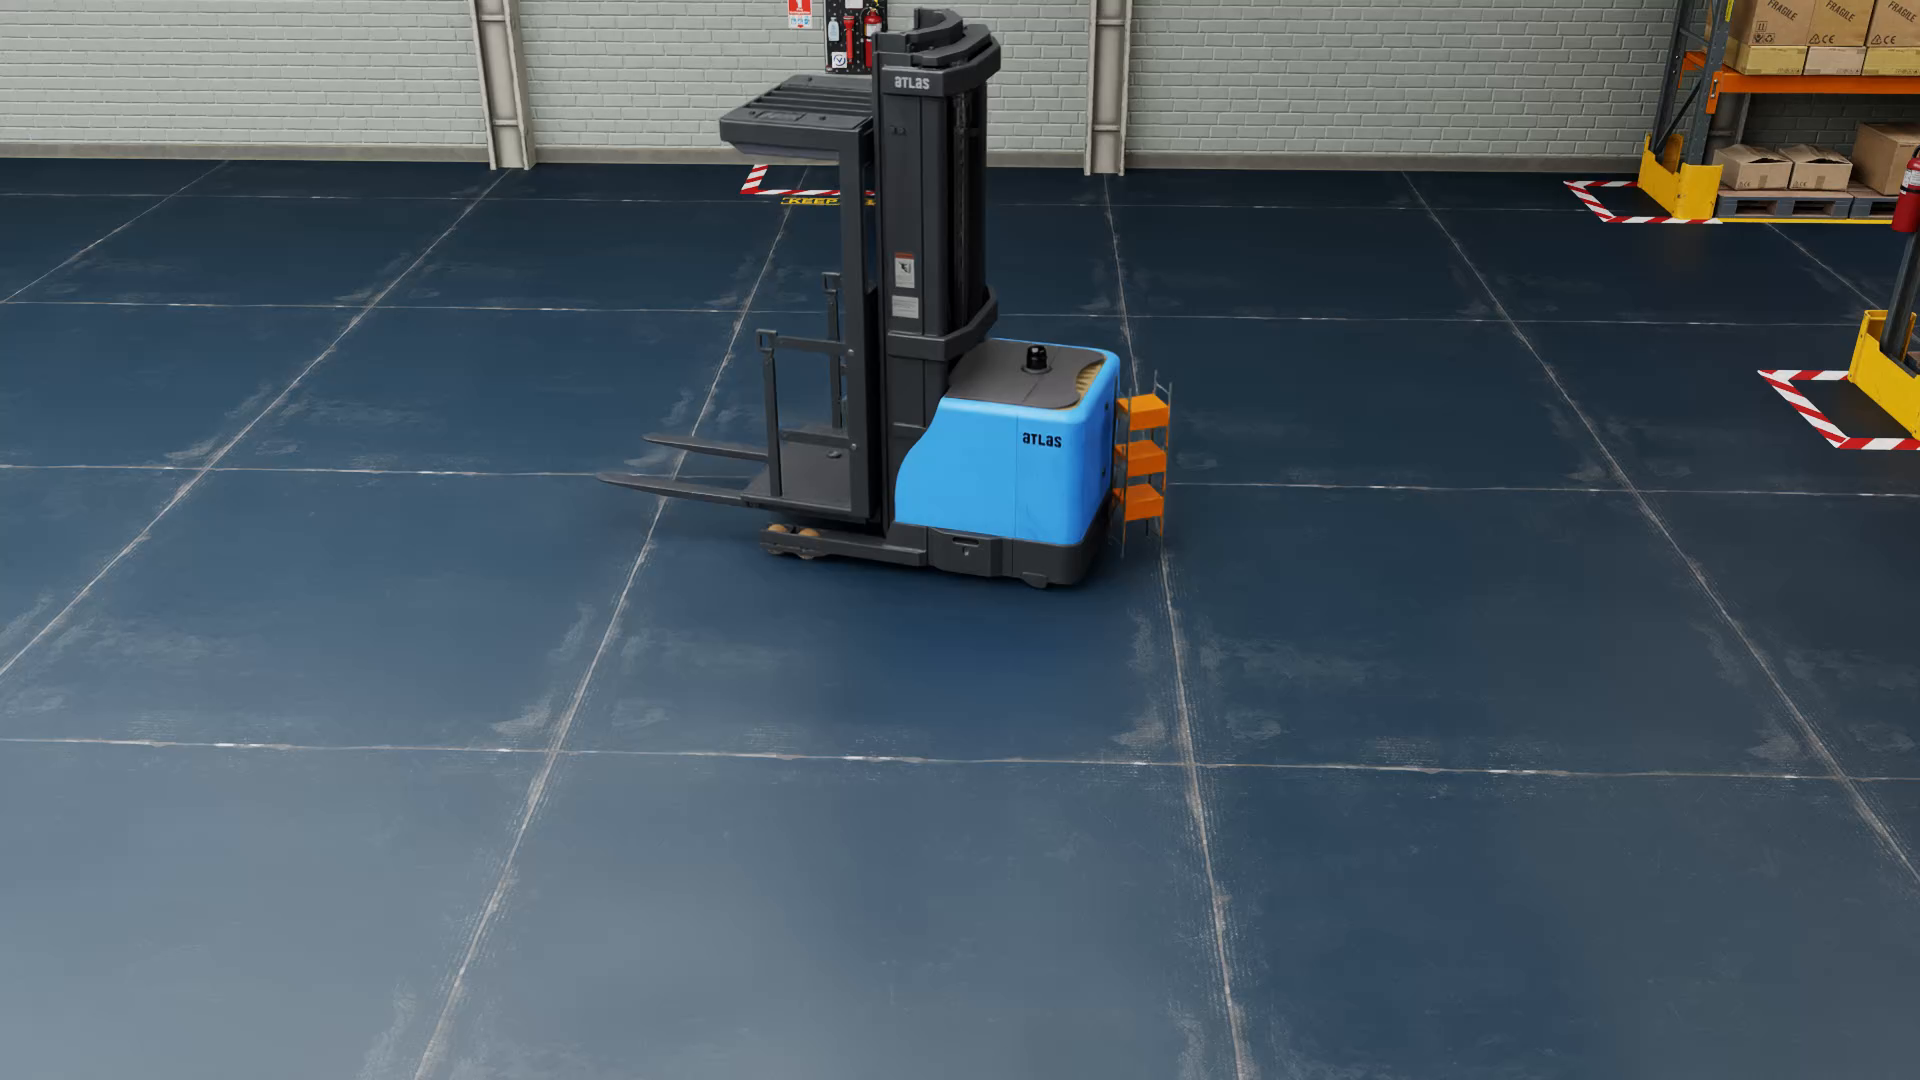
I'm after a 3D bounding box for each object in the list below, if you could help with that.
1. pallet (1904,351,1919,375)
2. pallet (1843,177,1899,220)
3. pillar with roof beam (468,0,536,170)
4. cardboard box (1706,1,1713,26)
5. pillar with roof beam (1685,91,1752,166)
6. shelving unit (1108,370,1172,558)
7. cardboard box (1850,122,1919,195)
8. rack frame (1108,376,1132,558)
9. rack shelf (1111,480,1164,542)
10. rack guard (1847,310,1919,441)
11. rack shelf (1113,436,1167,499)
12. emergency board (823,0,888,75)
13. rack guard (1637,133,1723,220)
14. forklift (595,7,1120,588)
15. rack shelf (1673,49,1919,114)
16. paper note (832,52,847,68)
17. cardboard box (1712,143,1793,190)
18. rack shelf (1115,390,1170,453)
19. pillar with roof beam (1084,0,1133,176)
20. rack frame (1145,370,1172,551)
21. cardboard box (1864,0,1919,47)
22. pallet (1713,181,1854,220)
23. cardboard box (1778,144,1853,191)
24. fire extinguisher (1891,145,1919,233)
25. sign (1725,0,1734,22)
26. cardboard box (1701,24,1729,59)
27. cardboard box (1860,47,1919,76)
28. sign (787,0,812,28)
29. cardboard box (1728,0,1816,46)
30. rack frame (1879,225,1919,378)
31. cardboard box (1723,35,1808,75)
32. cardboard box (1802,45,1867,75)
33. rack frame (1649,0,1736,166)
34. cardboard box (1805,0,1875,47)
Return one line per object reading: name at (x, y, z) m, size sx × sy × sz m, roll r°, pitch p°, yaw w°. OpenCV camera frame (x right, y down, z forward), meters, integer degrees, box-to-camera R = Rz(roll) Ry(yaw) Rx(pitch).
pallet at (7.311, -1.007, 11.424) m, size 1.213 × 0.211 × 1.003 m, roll 1°, pitch 28°, yaw 2°
pallet at (8.819, -3.266, 15.686) m, size 1.213 × 0.211 × 1.003 m, roll 1°, pitch 28°, yaw 2°
pillar with roof beam at (-4.698, -5.778, 11.042) m, size 0.400 × 9.000 × 9.100 m, roll 1°, pitch 28°, yaw 2°
cardboard box at (7.195, -4.916, 15.160) m, size 0.500 × 0.500 × 0.500 m, roll 1°, pitch 28°, yaw 1°
pillar with roof beam at (7.294, -5.580, 10.668) m, size 0.400 × 9.000 × 9.100 m, roll 1°, pitch 28°, yaw 2°
shelving unit at (1.013, -0.422, 9.423) m, size 0.252 × 1.050 × 0.215 m, roll -10°, pitch 30°, yaw -17°
cardboard box at (8.705, -3.542, 15.429) m, size 0.500 × 0.500 × 0.700 m, roll -1°, pitch 28°, yaw -1°
rack frame at (0.899, -0.402, 9.386) m, size 0.008 × 1.050 × 0.200 m, roll -10°, pitch 30°, yaw -17°
rack shelf at (1.014, -0.168, 9.559) m, size 0.240 × 0.259 × 0.215 m, roll -10°, pitch 30°, yaw -17°
rack guard at (6.521, -1.128, 11.344) m, size 0.348 × 0.500 × 1.175 m, roll 1°, pitch 28°, yaw 2°
rack shelf at (1.013, -0.412, 9.428) m, size 0.240 × 0.259 × 0.215 m, roll -10°, pitch 30°, yaw -17°
emergency board at (-1.018, -5.102, 16.172) m, size 0.643 × 1.169 × 0.194 m, roll 1°, pitch 28°, yaw 2°
rack guard at (6.792, -3.445, 15.715) m, size 0.348 × 0.500 × 1.175 m, roll 1°, pitch 28°, yaw 2°
forklift at (-0.646, -1.414, 9.288) m, size 3.031 × 2.935 × 1.130 m, roll 8°, pitch 29°, yaw 15°
rack shelf at (8.715, -4.200, 15.238) m, size 4.000 × 0.370 × 1.077 m, roll 1°, pitch 28°, yaw 2°
paper note at (-1.193, -4.748, 16.445) m, size 0.142 × 0.148 × 0.016 m, roll 1°, pitch 28°, yaw 2°
cardboard box at (7.404, -3.504, 15.558) m, size 0.500 × 0.311 × 0.500 m, roll -2°, pitch 28°, yaw -4°
rack shelf at (1.013, -0.663, 9.294) m, size 0.240 × 0.259 × 0.215 m, roll -10°, pitch 30°, yaw -17°
pillar with roof beam at (1.298, -5.679, 10.855) m, size 0.400 × 9.000 × 9.100 m, roll 1°, pitch 28°, yaw 2°
rack frame at (1.128, -0.442, 9.460) m, size 0.008 × 1.050 × 0.200 m, roll -10°, pitch 30°, yaw -17°
cardboard box at (8.192, -4.652, 14.661) m, size 0.500 × 0.500 × 0.500 m, roll 0°, pitch 28°, yaw 0°
pallet at (7.603, -3.287, 15.726) m, size 1.213 × 0.211 × 1.003 m, roll 1°, pitch 28°, yaw 2°
cardboard box at (7.974, -3.494, 15.540) m, size 0.500 × 0.311 × 0.500 m, roll 3°, pitch 28°, yaw 6°
fire extinguisher at (6.443, -2.417, 11.190) m, size 0.183 × 0.674 × 0.296 m, roll 1°, pitch 28°, yaw 2°
sign at (6.697, -4.679, 14.450) m, size 0.005 × 0.325 × 0.100 m, roll 1°, pitch 28°, yaw 2°
cardboard box at (7.190, -4.576, 15.319) m, size 0.500 × 0.250 × 0.500 m, roll 1°, pitch 28°, yaw 3°
cardboard box at (8.221, -4.323, 14.842) m, size 0.500 × 0.250 × 0.500 m, roll 1°, pitch 28°, yaw 1°
sign at (-1.567, -5.175, 16.272) m, size 0.234 × 0.329 × 0.001 m, roll 1°, pitch 28°, yaw 2°
cardboard box at (7.182, -4.676, 14.706) m, size 0.500 × 0.500 × 0.500 m, roll 1°, pitch 28°, yaw 2°
rack frame at (6.545, -2.232, 10.758) m, size 0.127 × 3.000 × 1.000 m, roll 1°, pitch 28°, yaw 2°
cardboard box at (7.192, -4.337, 14.867) m, size 0.500 × 0.250 × 0.500 m, roll 0°, pitch 28°, yaw 0°
cardboard box at (7.712, -4.335, 14.863) m, size 0.500 × 0.250 × 0.500 m, roll 0°, pitch 28°, yaw 0°
rack frame at (6.716, -4.551, 15.132) m, size 0.127 × 3.000 × 1.000 m, roll 1°, pitch 28°, yaw 2°
cardboard box at (7.676, -4.663, 14.682) m, size 0.500 × 0.500 × 0.500 m, roll 1°, pitch 28°, yaw 2°
